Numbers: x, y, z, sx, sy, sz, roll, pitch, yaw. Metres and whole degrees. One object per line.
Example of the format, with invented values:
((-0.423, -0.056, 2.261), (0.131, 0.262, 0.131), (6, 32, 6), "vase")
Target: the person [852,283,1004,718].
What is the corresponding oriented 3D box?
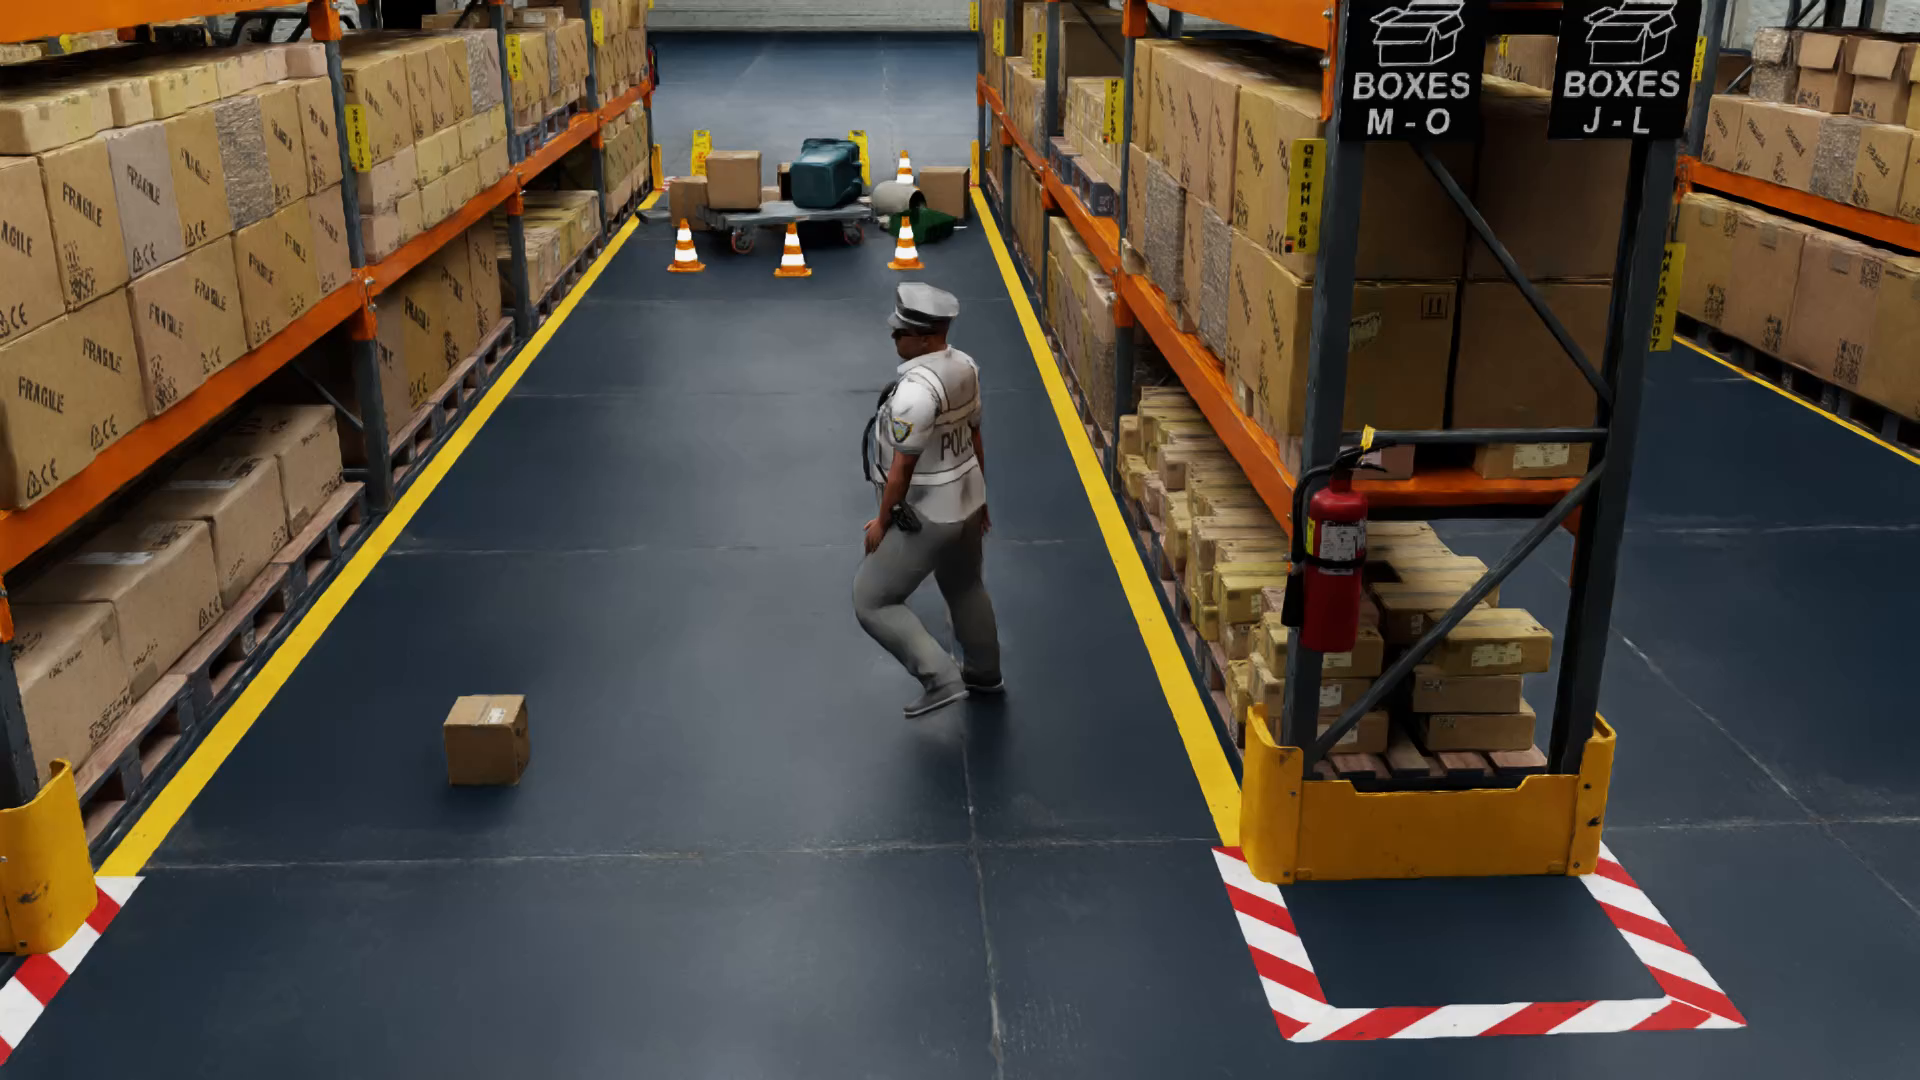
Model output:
((-0.109, -0.139, 6.416), (0.454, 1.746, 0.674), (8, 22, 21), "person")
